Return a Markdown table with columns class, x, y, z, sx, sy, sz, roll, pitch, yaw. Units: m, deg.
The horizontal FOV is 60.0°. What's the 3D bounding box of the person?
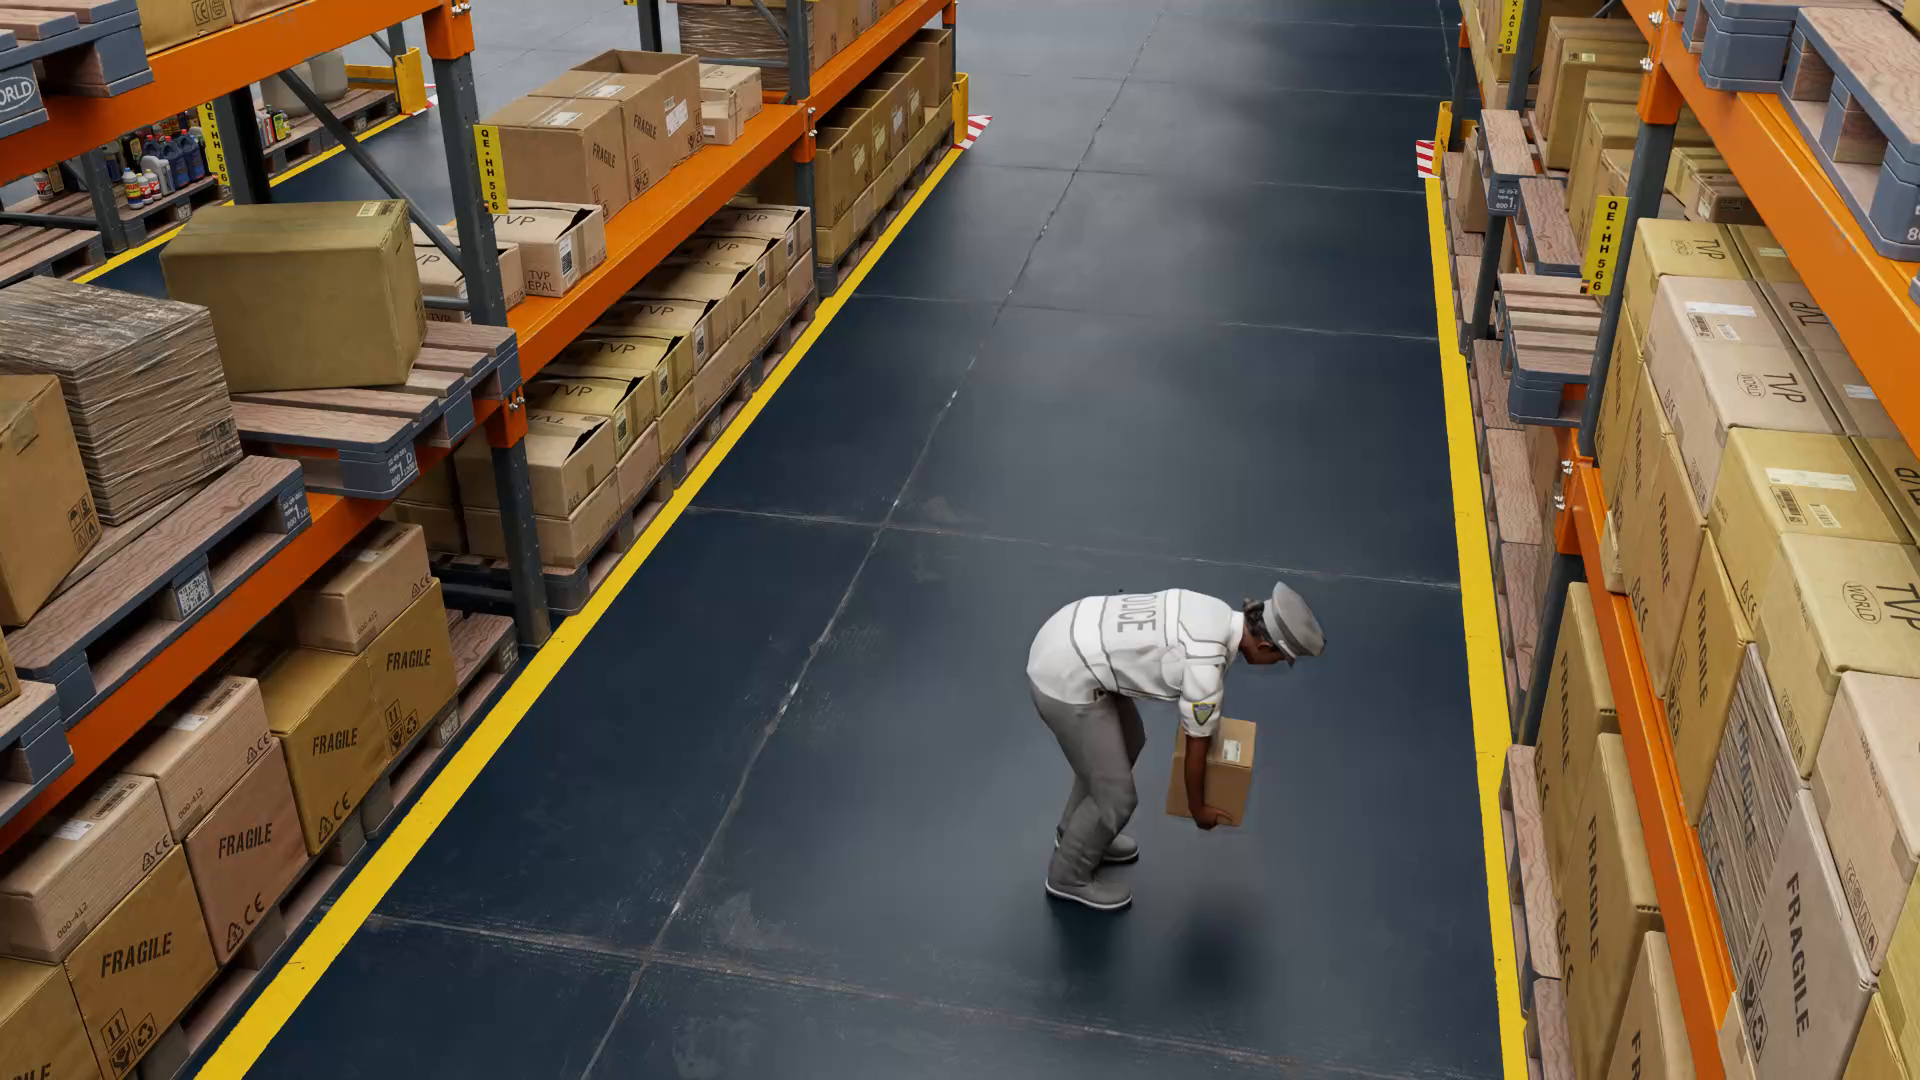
| class | x | y | z | sx | sy | sz | roll | pitch | yaw |
| --- | --- | --- | --- | --- | --- | --- | --- | --- | --- |
| person | 0.680 | 0.657 | 5.436 | 0.931 | 1.188 | 0.419 | 5 | 29 | 9 |
